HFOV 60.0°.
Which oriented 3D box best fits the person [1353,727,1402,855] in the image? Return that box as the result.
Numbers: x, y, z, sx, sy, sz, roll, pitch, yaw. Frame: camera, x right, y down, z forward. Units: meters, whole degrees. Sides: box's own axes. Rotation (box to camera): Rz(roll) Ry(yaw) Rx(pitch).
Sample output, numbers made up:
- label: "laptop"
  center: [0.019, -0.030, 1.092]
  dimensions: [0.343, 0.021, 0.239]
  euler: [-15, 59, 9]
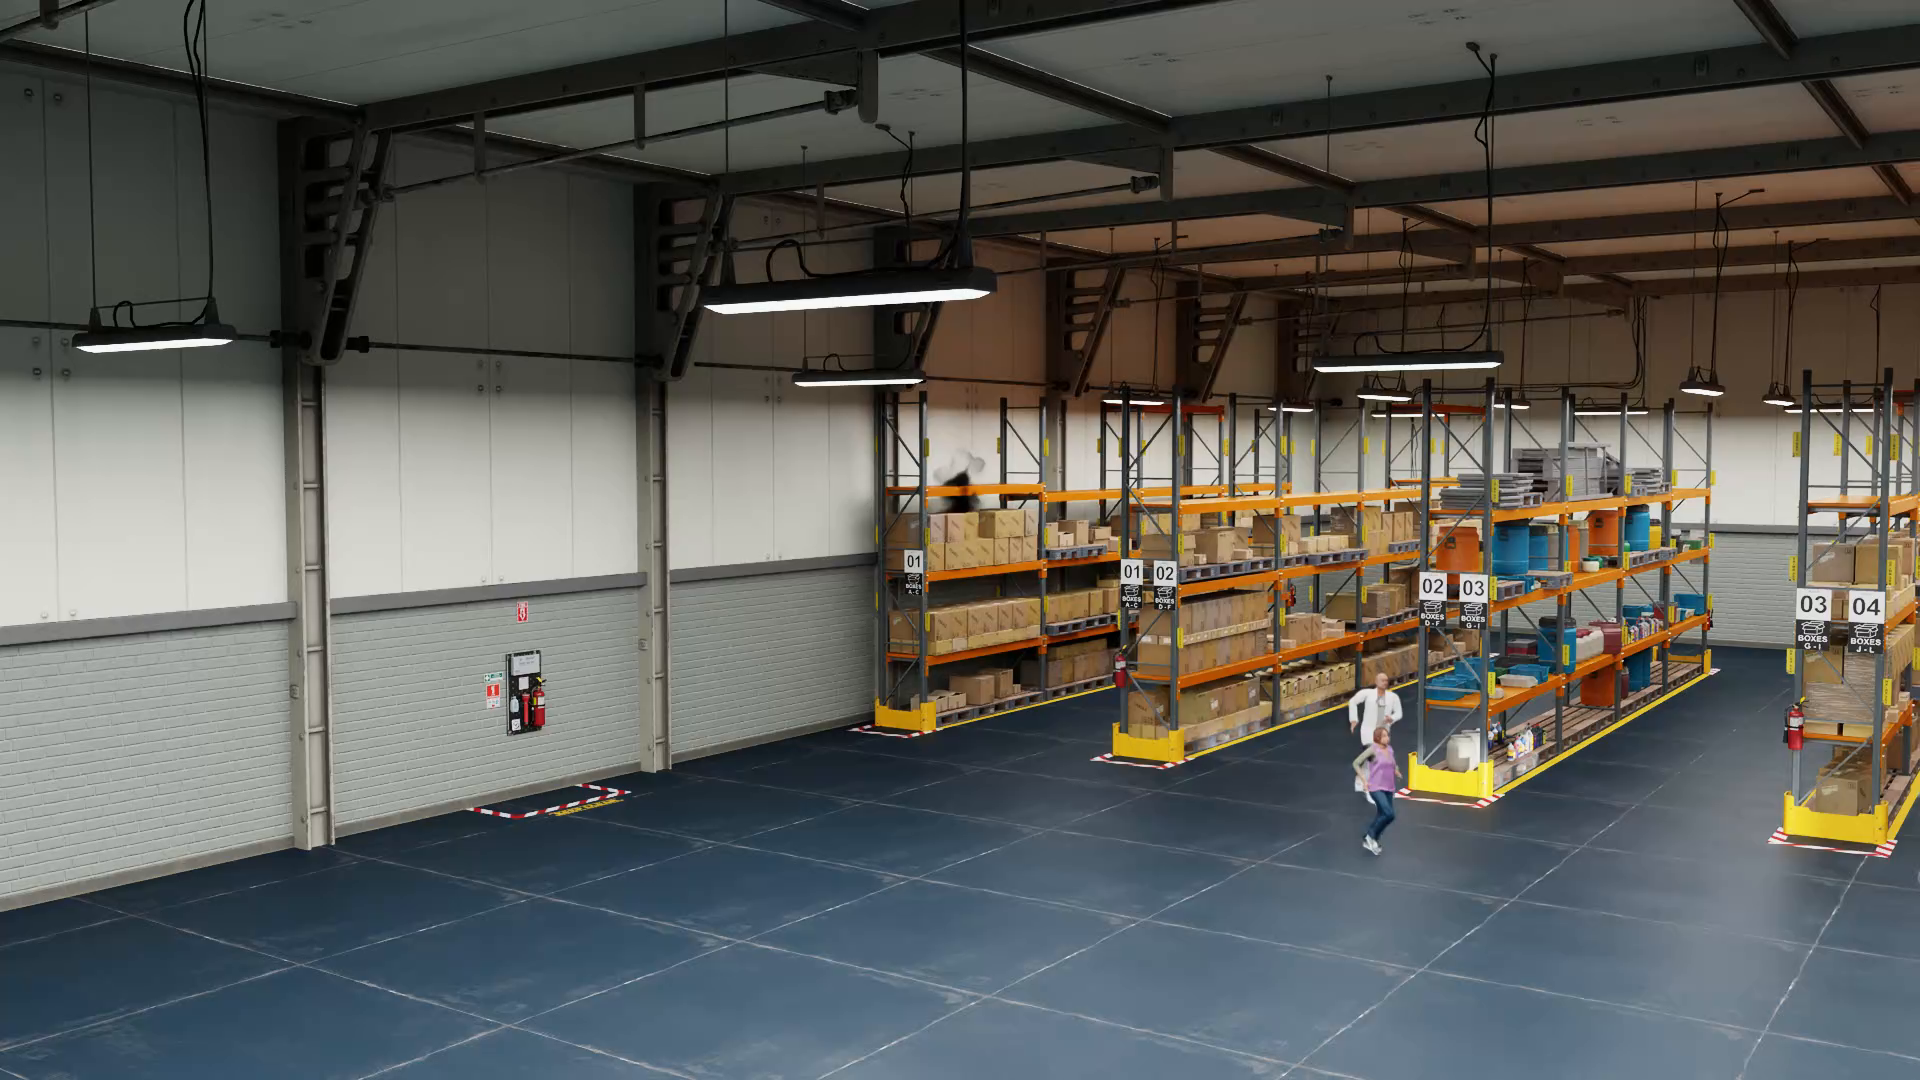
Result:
- label: "person"
  center: [5.154, 3.073, 20.328]
  dimensions: [0.509, 1.549, 0.635]
  euler: [-2, 4, -33]

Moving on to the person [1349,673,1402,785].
- label: "person"
  center: [5.977, 2.731, 23.829]
  dimensions: [0.692, 1.647, 0.734]
  euler: [0, 3, -7]
